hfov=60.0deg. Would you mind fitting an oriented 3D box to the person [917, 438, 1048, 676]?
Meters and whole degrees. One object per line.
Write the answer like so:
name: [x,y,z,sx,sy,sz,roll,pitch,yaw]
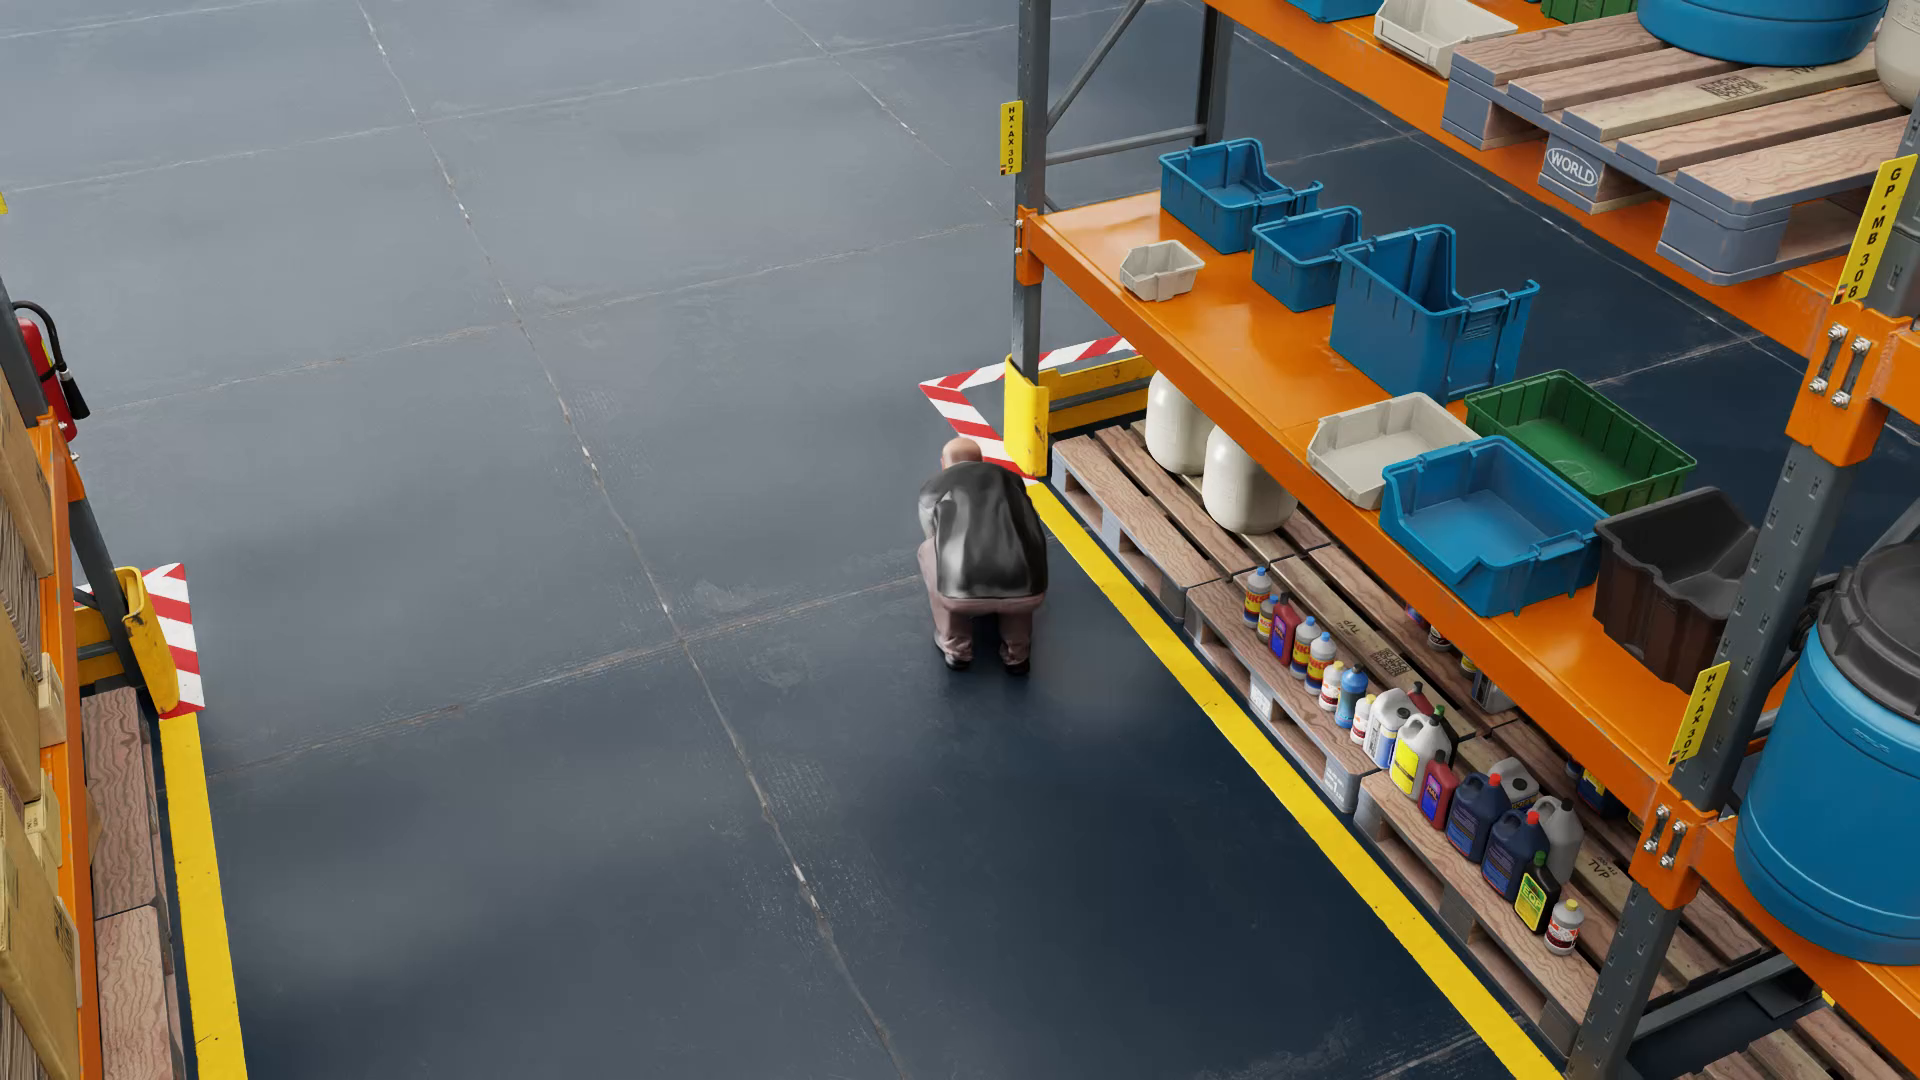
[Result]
person: [0.082,0.083,6.852,0.501,0.807,0.945,-5,37,-6]
